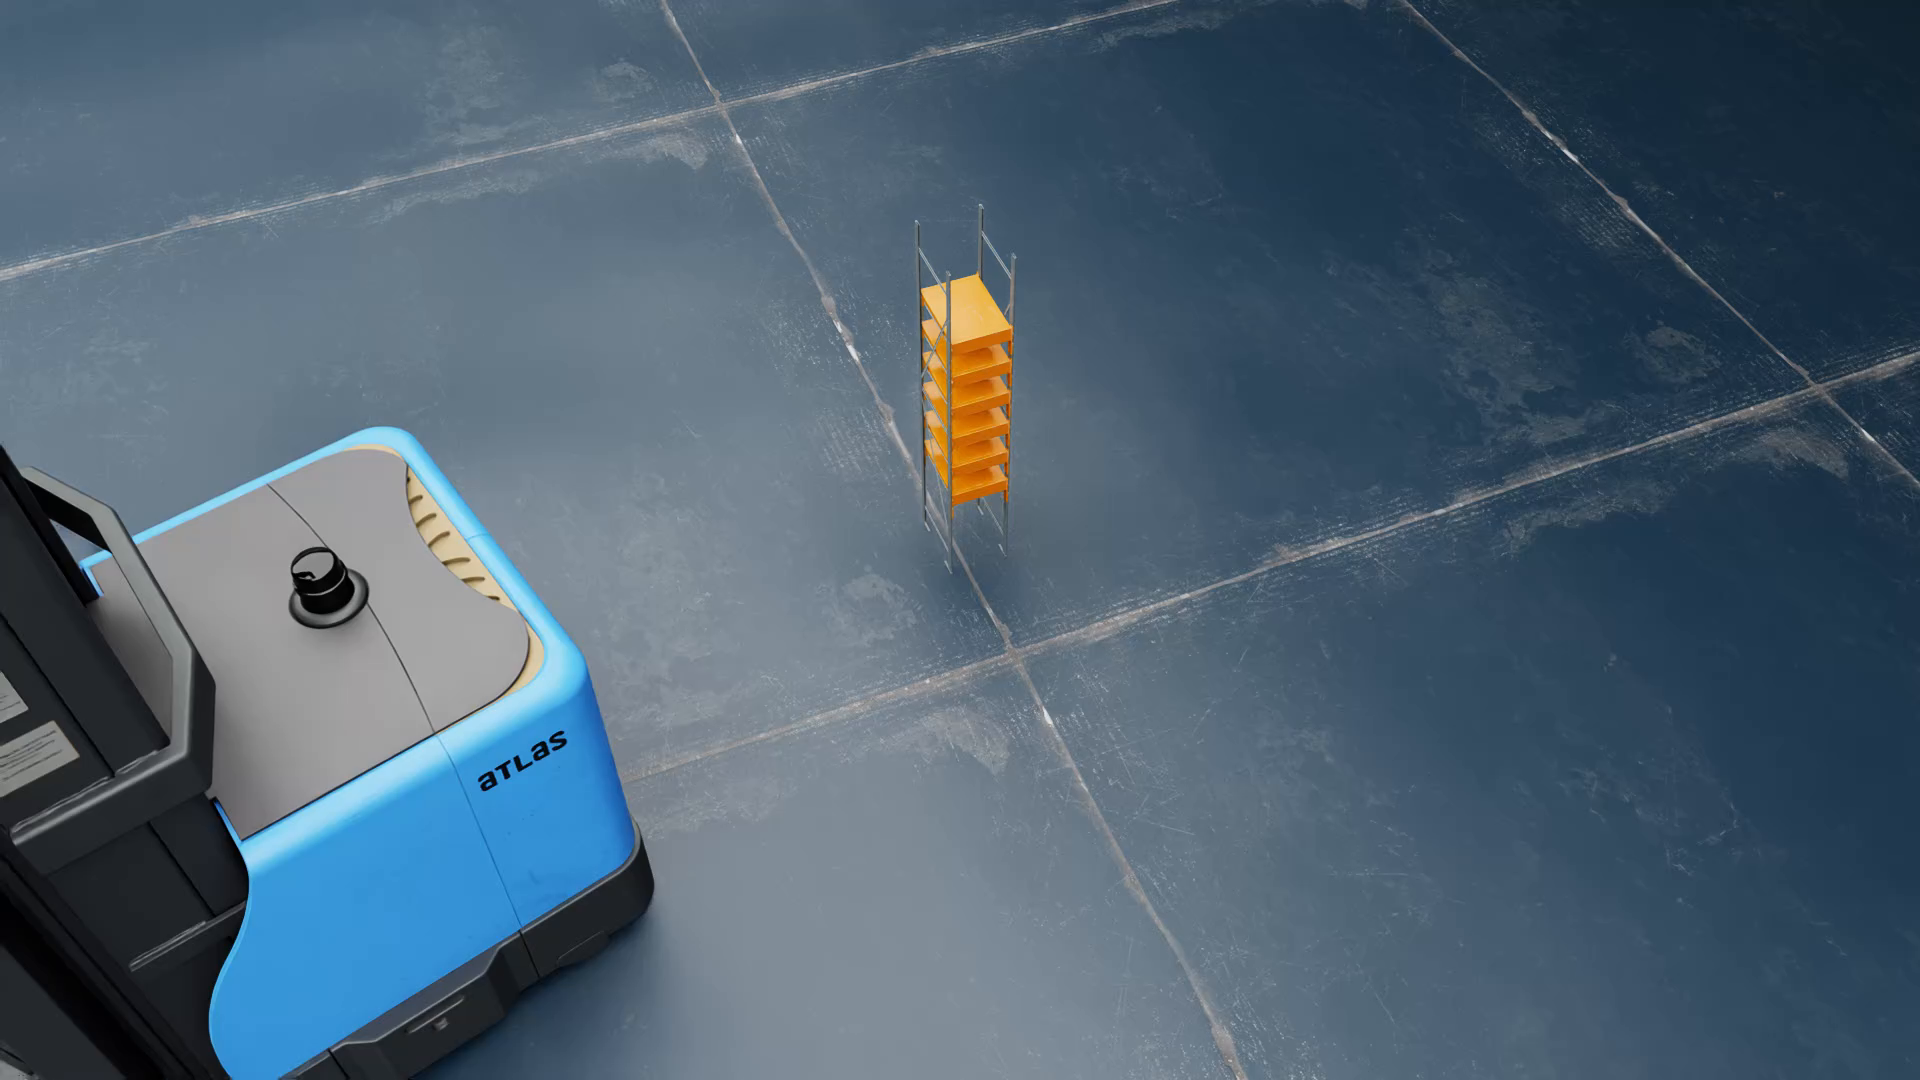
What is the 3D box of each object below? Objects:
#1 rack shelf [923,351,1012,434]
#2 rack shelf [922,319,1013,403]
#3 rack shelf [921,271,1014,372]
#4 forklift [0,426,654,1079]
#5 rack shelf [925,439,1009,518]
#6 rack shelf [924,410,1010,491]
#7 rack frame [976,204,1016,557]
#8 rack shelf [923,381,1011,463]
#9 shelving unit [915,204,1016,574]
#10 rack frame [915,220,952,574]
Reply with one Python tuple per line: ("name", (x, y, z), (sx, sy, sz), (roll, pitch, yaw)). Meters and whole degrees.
("rack shelf", (0.013, -0.444, 4.741), (0.180, 0.103, 0.258), (-17, 52, -14))
("rack shelf", (0.013, -0.522, 4.650), (0.180, 0.103, 0.258), (-17, 52, -14))
("rack shelf", (0.013, -0.601, 4.559), (0.180, 0.103, 0.258), (-17, 52, -14))
("forklift", (-2.281, 0.411, 2.965), (3.031, 2.935, 1.130), (-30, 56, -23))
("rack shelf", (0.013, -0.210, 5.014), (0.180, 0.103, 0.258), (-17, 52, -14))
("rack shelf", (0.013, -0.288, 4.923), (0.180, 0.103, 0.258), (-17, 52, -14))
("rack frame", (0.098, -0.421, 4.821), (0.006, 1.200, 0.240), (-17, 52, -14))
("rack shelf", (0.013, -0.366, 4.832), (0.180, 0.103, 0.258), (-17, 52, -14))
("shelving unit", (0.013, -0.395, 4.798), (0.189, 1.200, 0.258), (-17, 52, -14))
("rack frame", (-0.071, -0.369, 4.776), (0.006, 1.200, 0.240), (-17, 52, -14))
